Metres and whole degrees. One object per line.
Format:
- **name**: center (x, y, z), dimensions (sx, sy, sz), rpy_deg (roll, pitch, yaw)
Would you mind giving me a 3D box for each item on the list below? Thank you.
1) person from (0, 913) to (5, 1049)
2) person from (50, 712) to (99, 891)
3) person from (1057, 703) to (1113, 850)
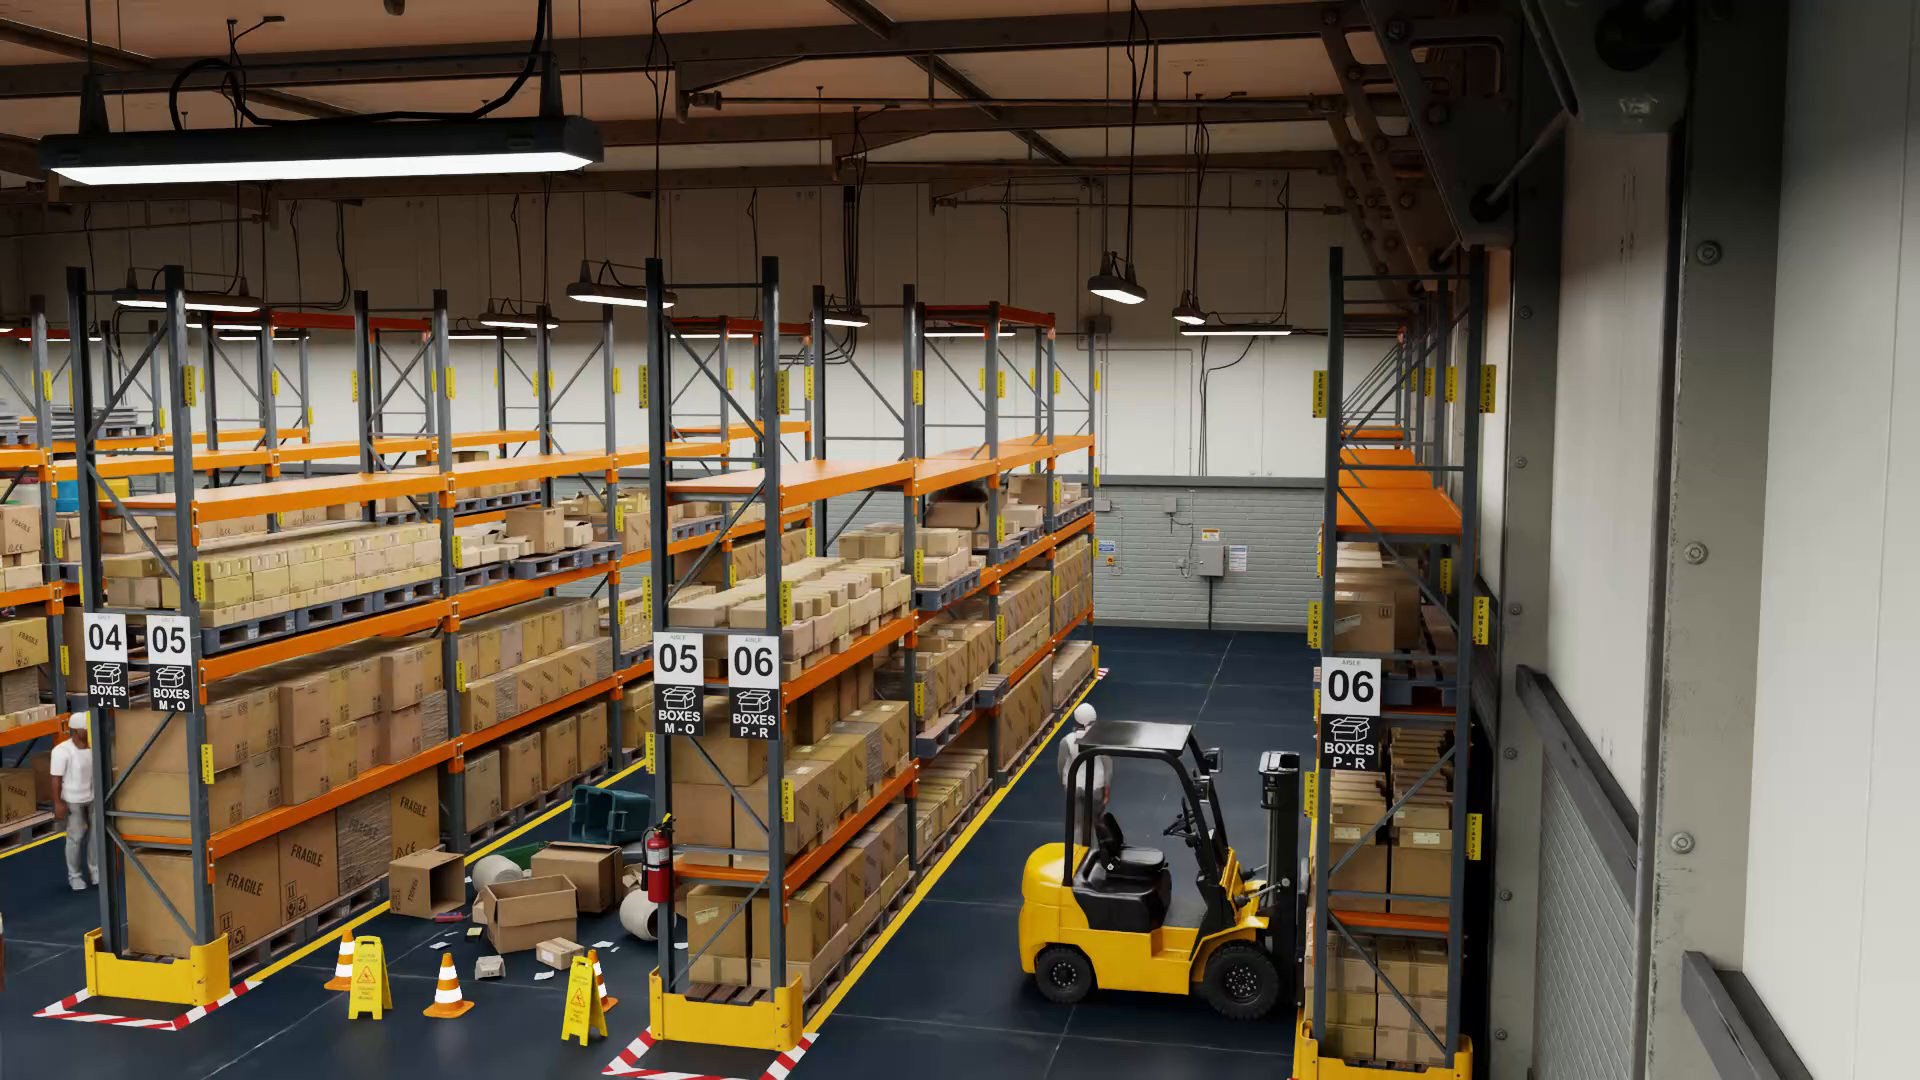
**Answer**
- **person**: center (-7.053, 3.139, 11.833), dimensions (0.366, 1.703, 0.502), rpy_deg (2, 6, 21)
- **person**: center (-8.785, 2.599, 16.681), dimensions (0.418, 1.779, 0.597), rpy_deg (4, 7, 31)
- **person**: center (1.293, 2.553, 17.146), dimensions (0.577, 1.794, 0.689), rpy_deg (1, 6, 9)
